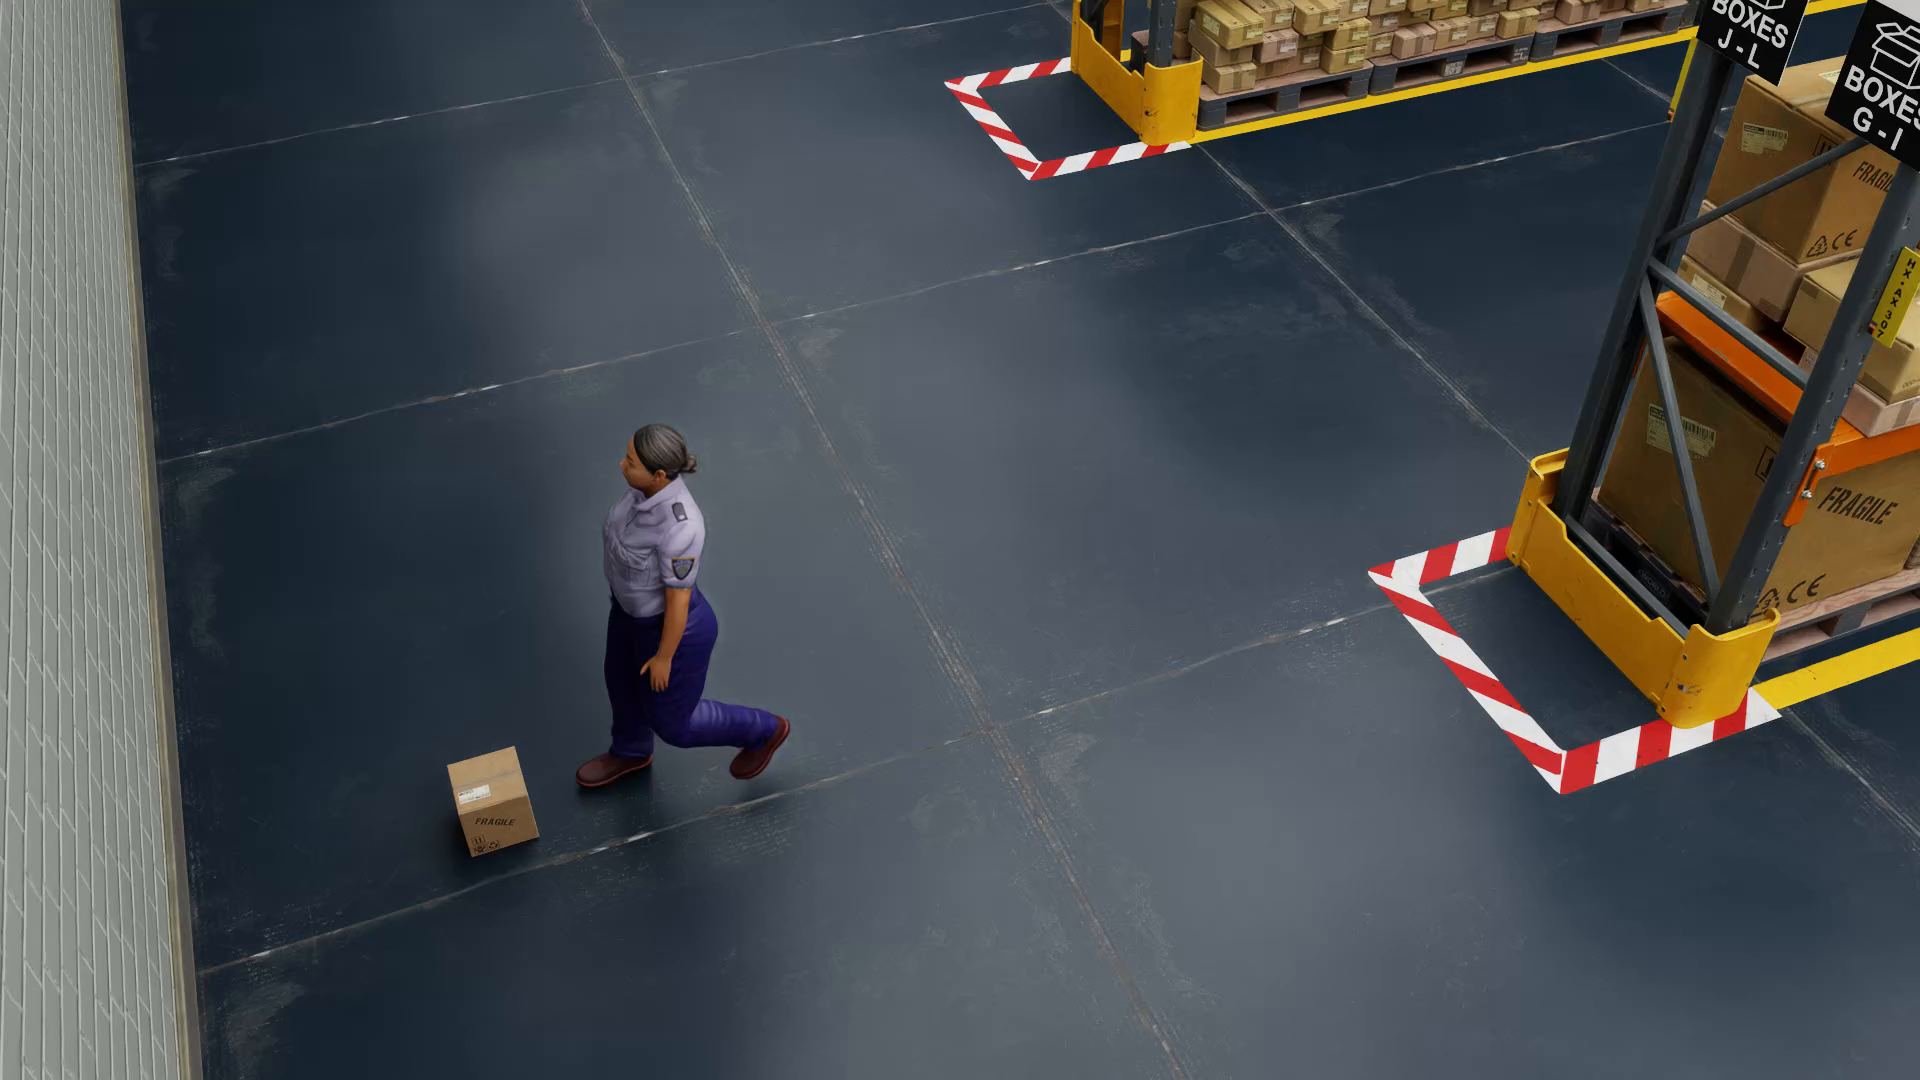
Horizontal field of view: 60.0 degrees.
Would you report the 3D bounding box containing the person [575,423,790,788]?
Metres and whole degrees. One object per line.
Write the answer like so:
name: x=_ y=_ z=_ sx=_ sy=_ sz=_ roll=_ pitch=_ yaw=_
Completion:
person: x=-1.072 y=0.278 z=5.846 sx=0.756 sy=1.621 sz=0.483 roll=-19 pitch=45 yaw=-20
